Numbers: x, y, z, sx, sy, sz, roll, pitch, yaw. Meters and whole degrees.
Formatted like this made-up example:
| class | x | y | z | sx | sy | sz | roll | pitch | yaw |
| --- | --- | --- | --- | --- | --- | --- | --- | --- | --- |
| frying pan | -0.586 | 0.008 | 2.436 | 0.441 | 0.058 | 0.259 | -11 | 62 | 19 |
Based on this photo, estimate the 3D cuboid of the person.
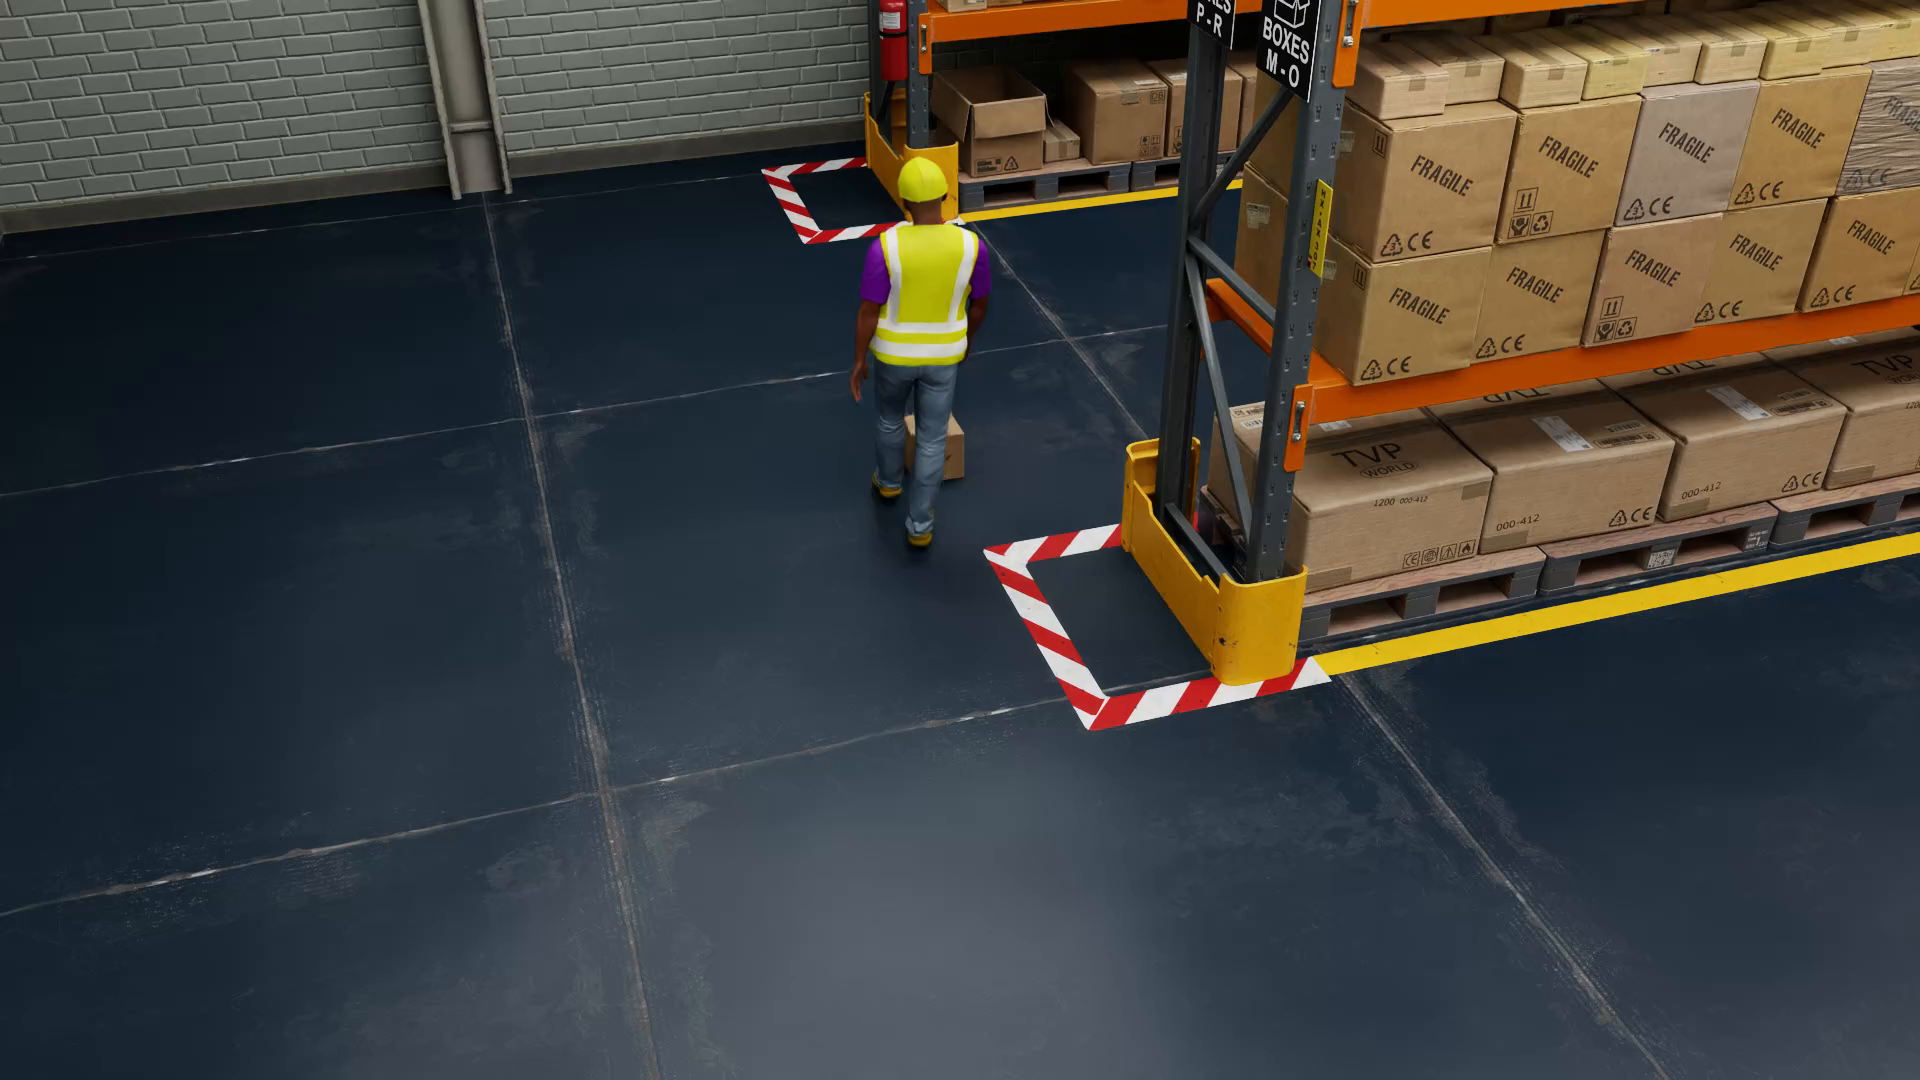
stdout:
| class | x | y | z | sx | sy | sz | roll | pitch | yaw |
| --- | --- | --- | --- | --- | --- | --- | --- | --- | --- |
| person | -0.183 | -0.906 | 7.445 | 0.615 | 1.736 | 0.828 | -2 | 34 | -4 |
